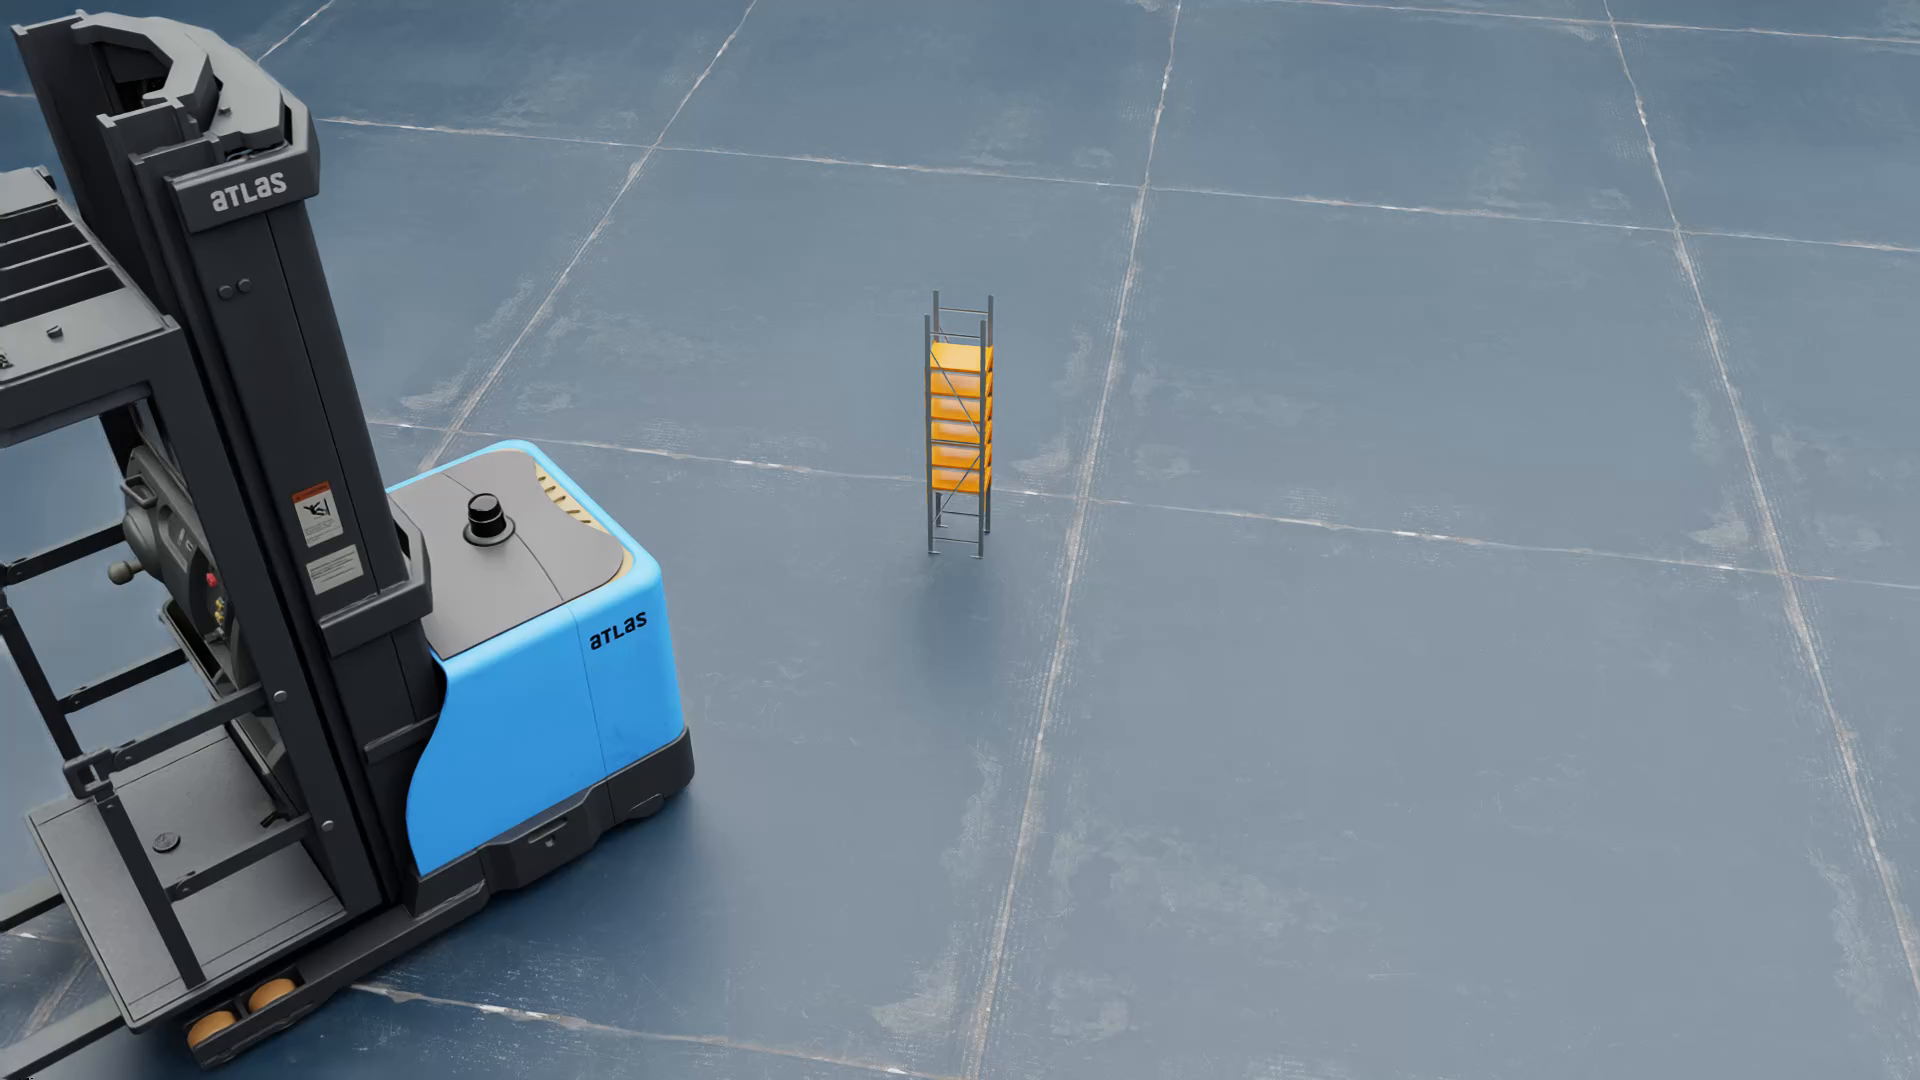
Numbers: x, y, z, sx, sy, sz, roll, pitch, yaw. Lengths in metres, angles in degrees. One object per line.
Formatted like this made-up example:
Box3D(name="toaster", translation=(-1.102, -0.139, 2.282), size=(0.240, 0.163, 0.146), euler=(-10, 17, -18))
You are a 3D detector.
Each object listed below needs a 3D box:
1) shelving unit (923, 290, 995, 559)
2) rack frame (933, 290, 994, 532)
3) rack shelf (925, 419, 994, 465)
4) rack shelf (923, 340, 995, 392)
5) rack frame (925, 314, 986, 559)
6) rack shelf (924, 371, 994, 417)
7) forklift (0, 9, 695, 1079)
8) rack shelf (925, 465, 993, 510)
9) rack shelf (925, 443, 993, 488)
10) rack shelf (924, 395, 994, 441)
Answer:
Box3D(name="shelving unit", translation=(-0.002, -0.453, 6.857), size=(0.258, 1.200, 0.189), euler=(6, 40, 8))
Box3D(name="rack frame", translation=(0.013, -0.511, 6.926), size=(0.240, 1.200, 0.006), euler=(6, 40, 8))
Box3D(name="rack shelf", translation=(-0.002, -0.419, 6.885), size=(0.258, 0.103, 0.180), euler=(6, 40, 8))
Box3D(name="rack shelf", translation=(-0.002, -0.697, 6.656), size=(0.258, 0.103, 0.180), euler=(6, 40, 8))
Box3D(name="rack frame", translation=(-0.018, -0.396, 6.787), size=(0.240, 1.200, 0.006), euler=(6, 40, 8))
Box3D(name="rack shelf", translation=(-0.002, -0.604, 6.732), size=(0.258, 0.103, 0.180), euler=(6, 40, 8))
Box3D(name="forklift", translation=(-2.435, 0.141, 4.779), size=(3.031, 2.935, 1.130), euler=(-28, 47, -29))
Box3D(name="rack shelf", translation=(-0.003, -0.234, 7.038), size=(0.258, 0.103, 0.180), euler=(6, 40, 8))
Box3D(name="rack shelf", translation=(-0.003, -0.327, 6.961), size=(0.258, 0.103, 0.180), euler=(6, 40, 8))
Box3D(name="rack shelf", translation=(-0.002, -0.512, 6.809), size=(0.258, 0.103, 0.180), euler=(6, 40, 8))
